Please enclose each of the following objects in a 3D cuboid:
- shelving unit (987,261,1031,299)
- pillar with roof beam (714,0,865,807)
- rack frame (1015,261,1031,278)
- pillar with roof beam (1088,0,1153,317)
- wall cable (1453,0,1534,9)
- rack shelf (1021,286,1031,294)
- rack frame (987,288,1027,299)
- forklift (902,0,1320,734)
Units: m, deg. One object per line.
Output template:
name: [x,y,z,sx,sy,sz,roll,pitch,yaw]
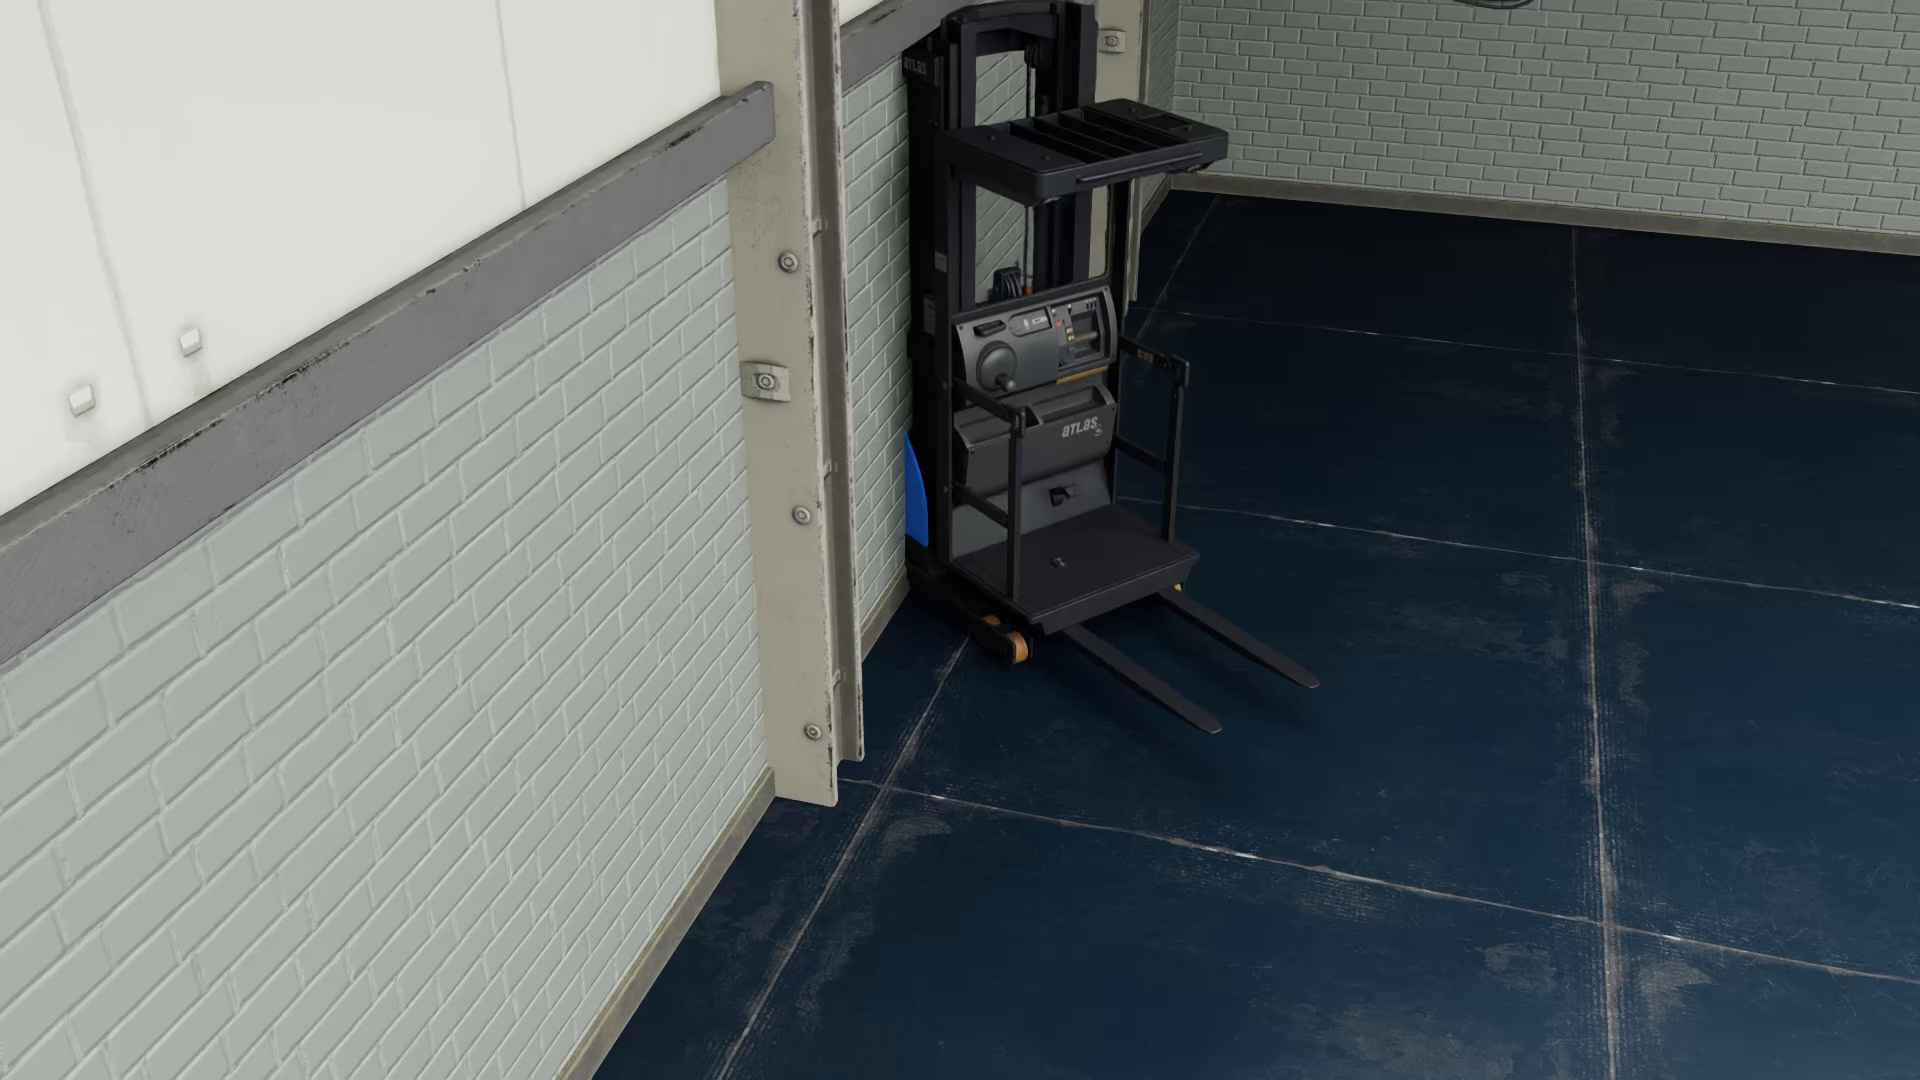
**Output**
shelving unit: [0.351,-0.974,9.767,0.258,1.200,0.503,10,31,17]
pillar with roof beam: [3.481,-2.279,4.090,9.100,9.000,0.400,8,30,15]
rack frame: [0.435,-1.086,9.967,0.240,1.200,0.015,10,31,17]
pillar with roof beam: [5.242,-5.067,9.103,9.100,9.000,0.400,8,30,15]
wall cable: [3.256,-5.505,13.084,3.097,2.526,0.112,8,30,15]
rack shelf: [0.351,-1.318,9.576,0.258,0.148,0.480,10,31,17]
rack frame: [0.267,-0.863,9.567,0.240,1.200,0.015,10,31,17]
forklift: [0.503,-0.934,7.914,1.130,2.935,3.031,-19,34,-30]
